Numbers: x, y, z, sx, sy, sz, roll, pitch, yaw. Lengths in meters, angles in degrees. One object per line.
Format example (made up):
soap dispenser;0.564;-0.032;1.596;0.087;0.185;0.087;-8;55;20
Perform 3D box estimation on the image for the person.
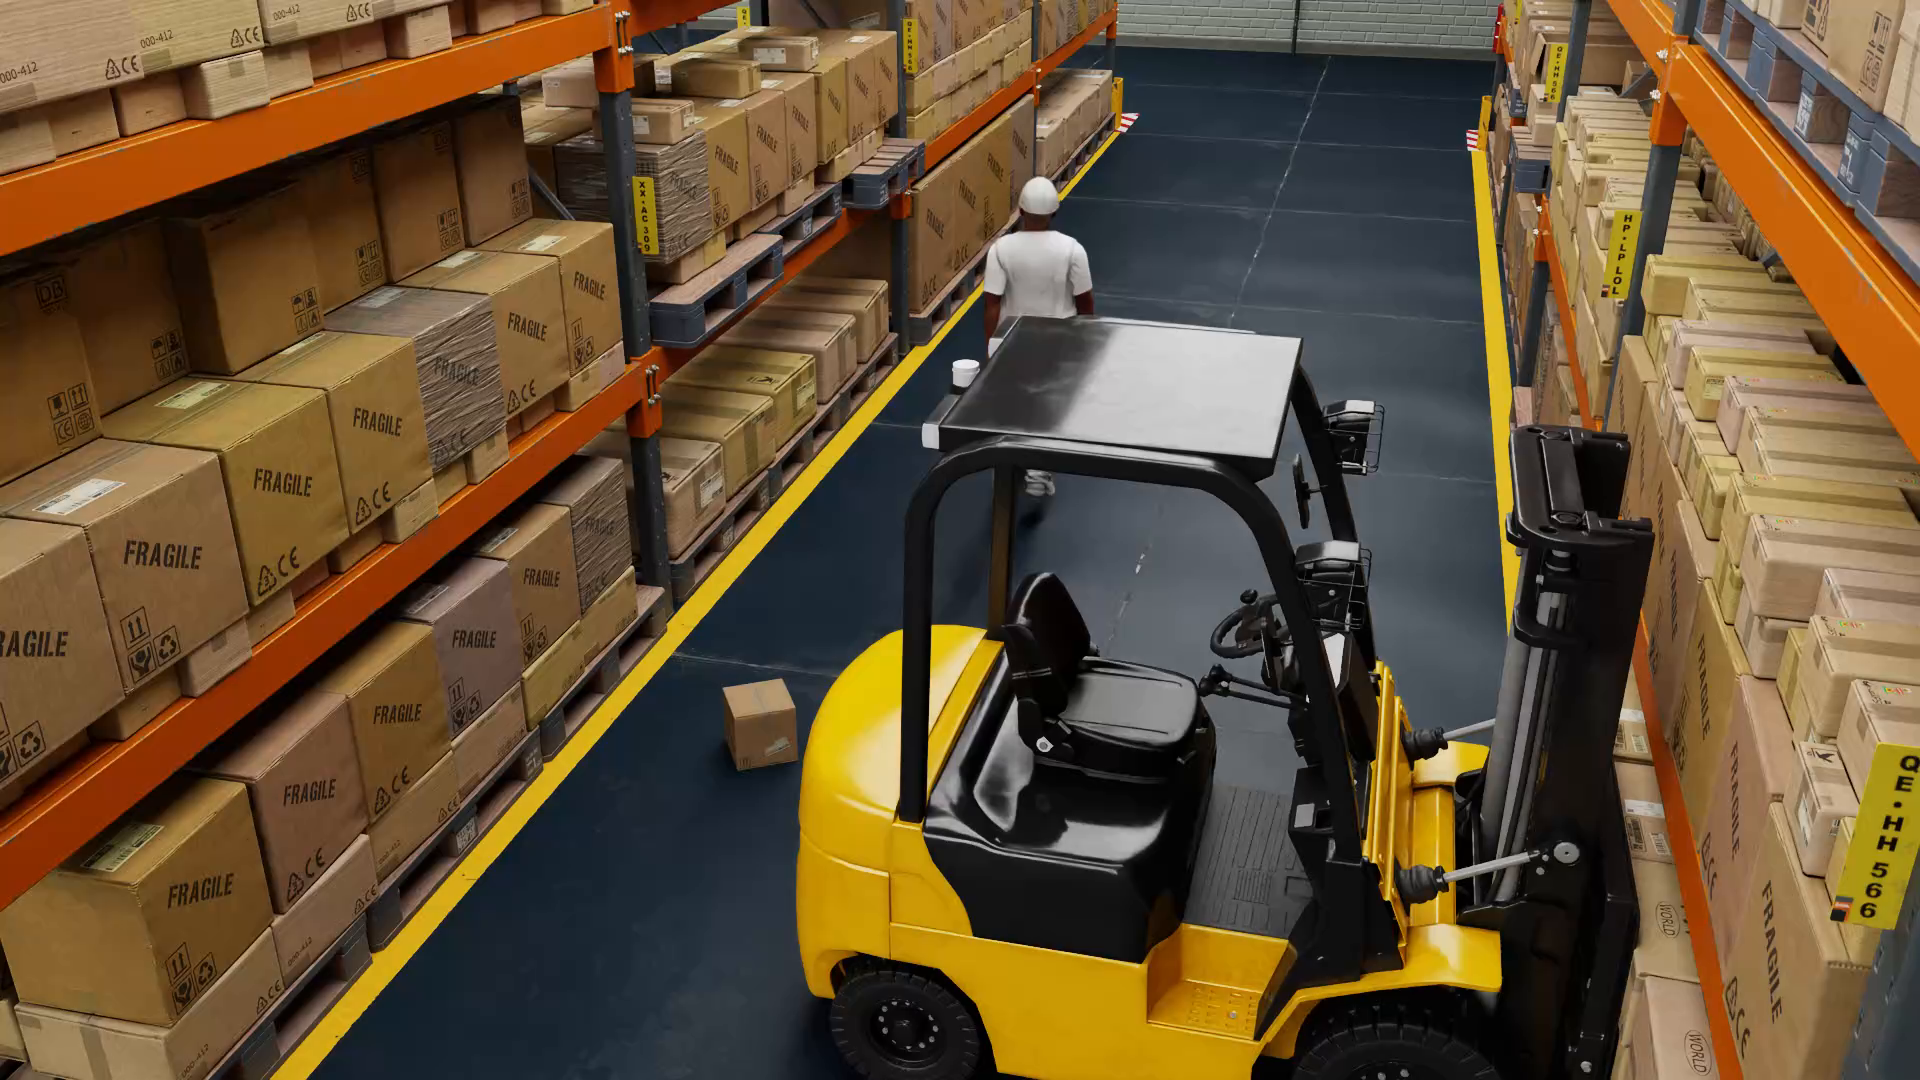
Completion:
person;0.429;-1.095;8.912;0.560;1.724;0.993;6;26;13
